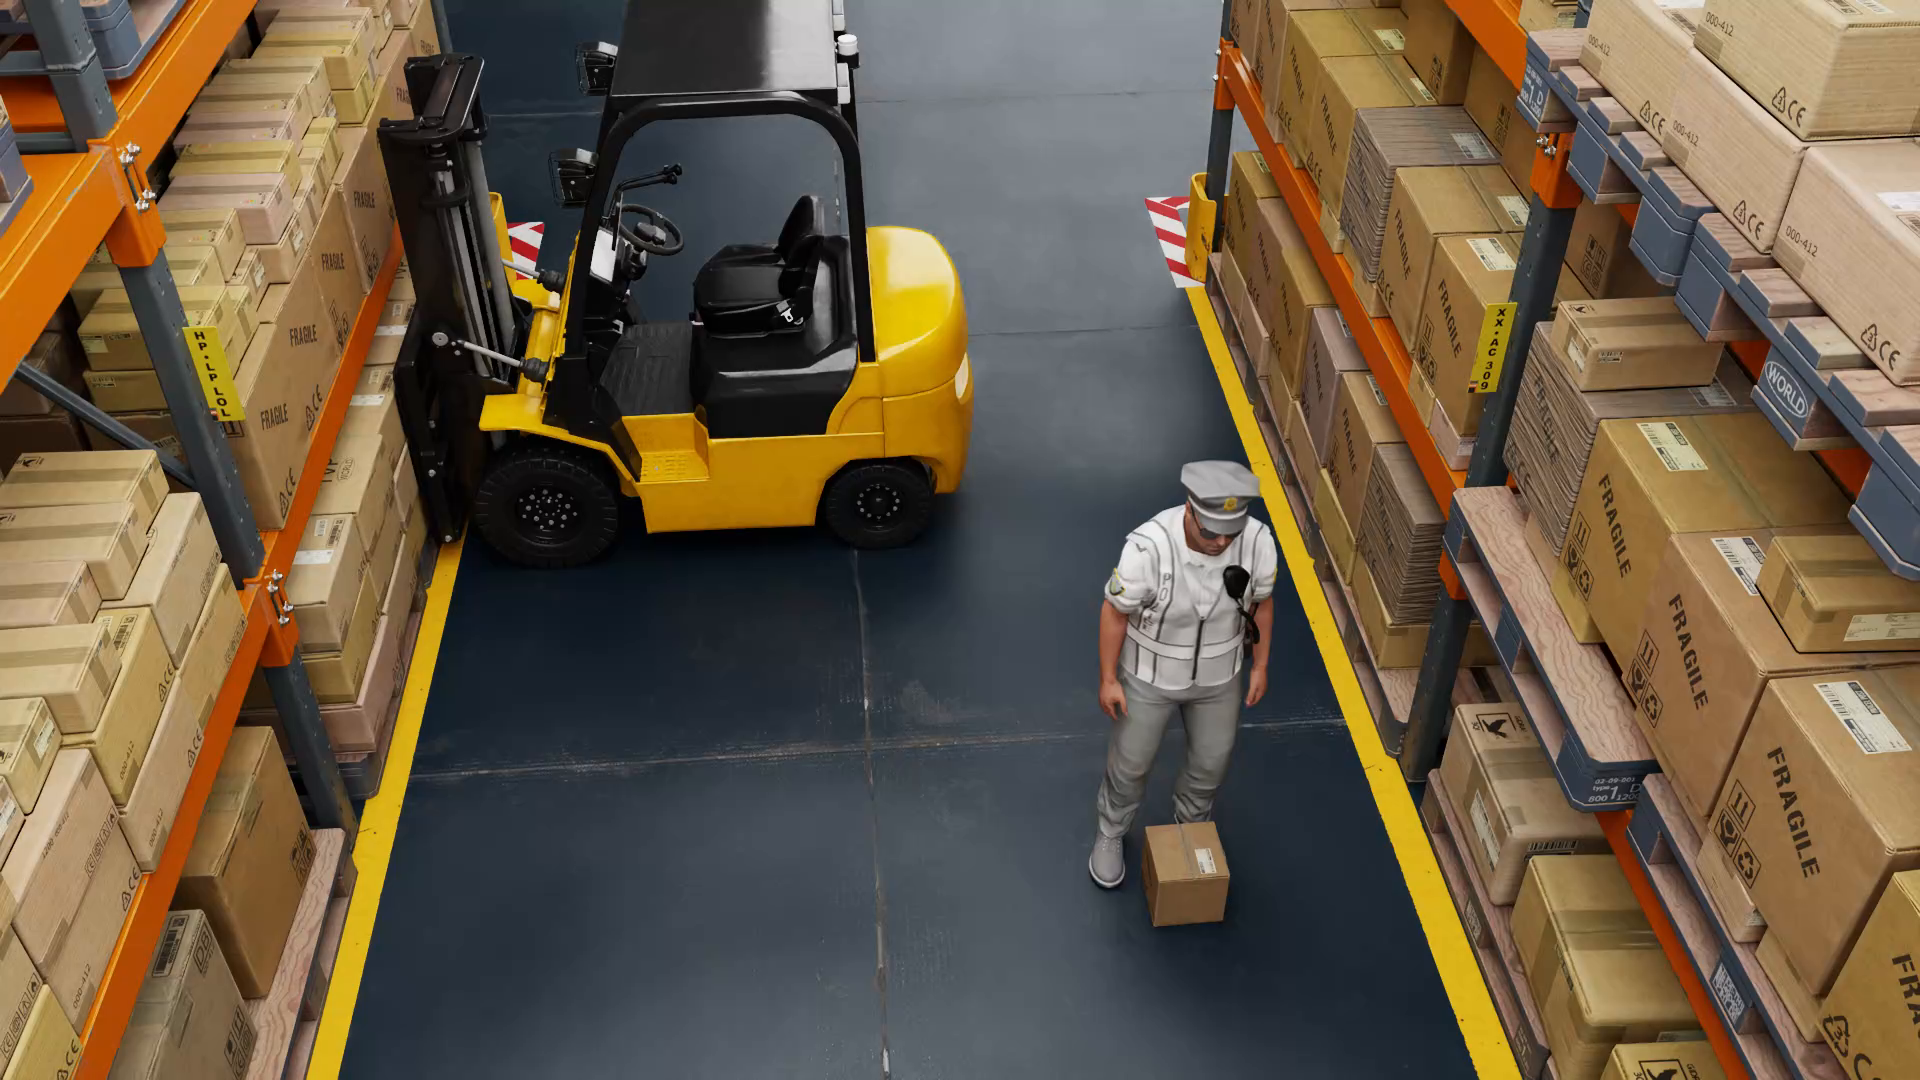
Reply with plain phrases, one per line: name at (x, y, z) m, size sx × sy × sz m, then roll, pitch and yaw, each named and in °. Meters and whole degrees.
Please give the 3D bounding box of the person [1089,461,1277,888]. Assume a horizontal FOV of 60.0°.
person at (0.750, 0.428, 5.617) m, size 0.595 × 1.748 × 0.434 m, roll -5°, pitch 39°, yaw -6°
